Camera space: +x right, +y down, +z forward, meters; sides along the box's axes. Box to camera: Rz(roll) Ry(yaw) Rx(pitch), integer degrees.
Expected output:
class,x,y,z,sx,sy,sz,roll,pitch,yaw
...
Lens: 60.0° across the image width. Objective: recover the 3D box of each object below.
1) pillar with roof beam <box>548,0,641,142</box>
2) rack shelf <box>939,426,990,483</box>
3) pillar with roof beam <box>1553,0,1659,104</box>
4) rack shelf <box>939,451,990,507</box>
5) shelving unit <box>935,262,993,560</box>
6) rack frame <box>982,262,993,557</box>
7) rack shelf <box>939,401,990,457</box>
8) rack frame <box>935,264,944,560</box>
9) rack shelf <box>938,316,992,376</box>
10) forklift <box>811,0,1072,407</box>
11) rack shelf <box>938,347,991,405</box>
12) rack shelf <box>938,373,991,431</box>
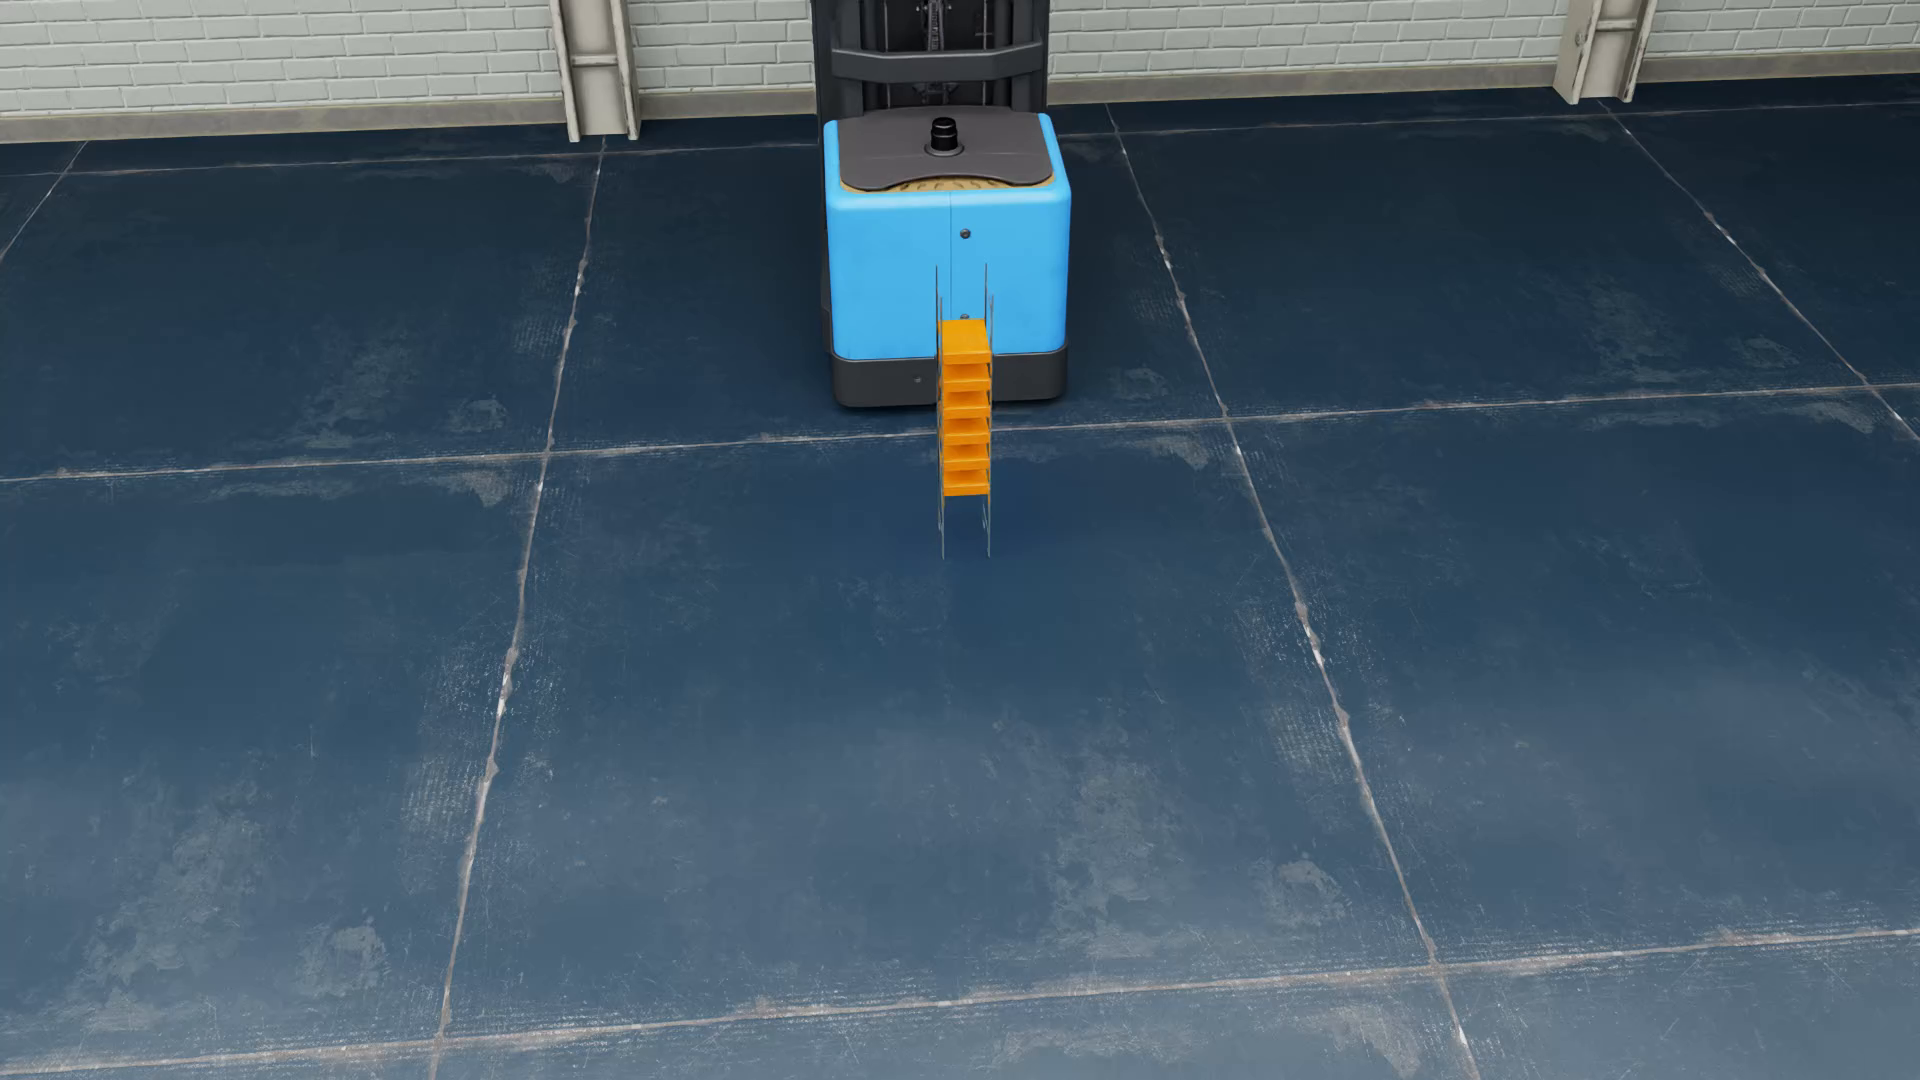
class,x,y,z,sx,sy,sz,roll,pitch,yaw
pillar with roof beam,-1.709,-3.301,3.669,0.400,9.000,9.100,-3,38,-4
rack shelf,0.014,-0.343,6.481,0.180,0.103,0.258,-3,38,-4
pillar with roof beam,4.267,-3.630,4.086,0.400,9.000,9.100,-3,38,-4
rack shelf,0.014,-0.249,6.556,0.180,0.103,0.258,-3,38,-4
shelving unit,0.014,-0.472,6.379,0.189,1.200,0.258,-3,38,-4
rack frame,0.106,-0.477,6.386,0.006,1.200,0.240,-3,38,-4
rack shelf,0.014,-0.437,6.407,0.180,0.103,0.258,-3,38,-4
rack frame,-0.077,-0.467,6.373,0.006,1.200,0.240,-3,38,-4
rack shelf,0.014,-0.720,6.184,0.180,0.103,0.258,-3,38,-4
forklift,-0.155,-2.638,7.727,1.130,2.935,3.031,-3,38,-4
rack shelf,0.014,-0.625,6.258,0.180,0.103,0.258,-3,38,-4
rack shelf,0.014,-0.531,6.333,0.180,0.103,0.258,-3,38,-4
